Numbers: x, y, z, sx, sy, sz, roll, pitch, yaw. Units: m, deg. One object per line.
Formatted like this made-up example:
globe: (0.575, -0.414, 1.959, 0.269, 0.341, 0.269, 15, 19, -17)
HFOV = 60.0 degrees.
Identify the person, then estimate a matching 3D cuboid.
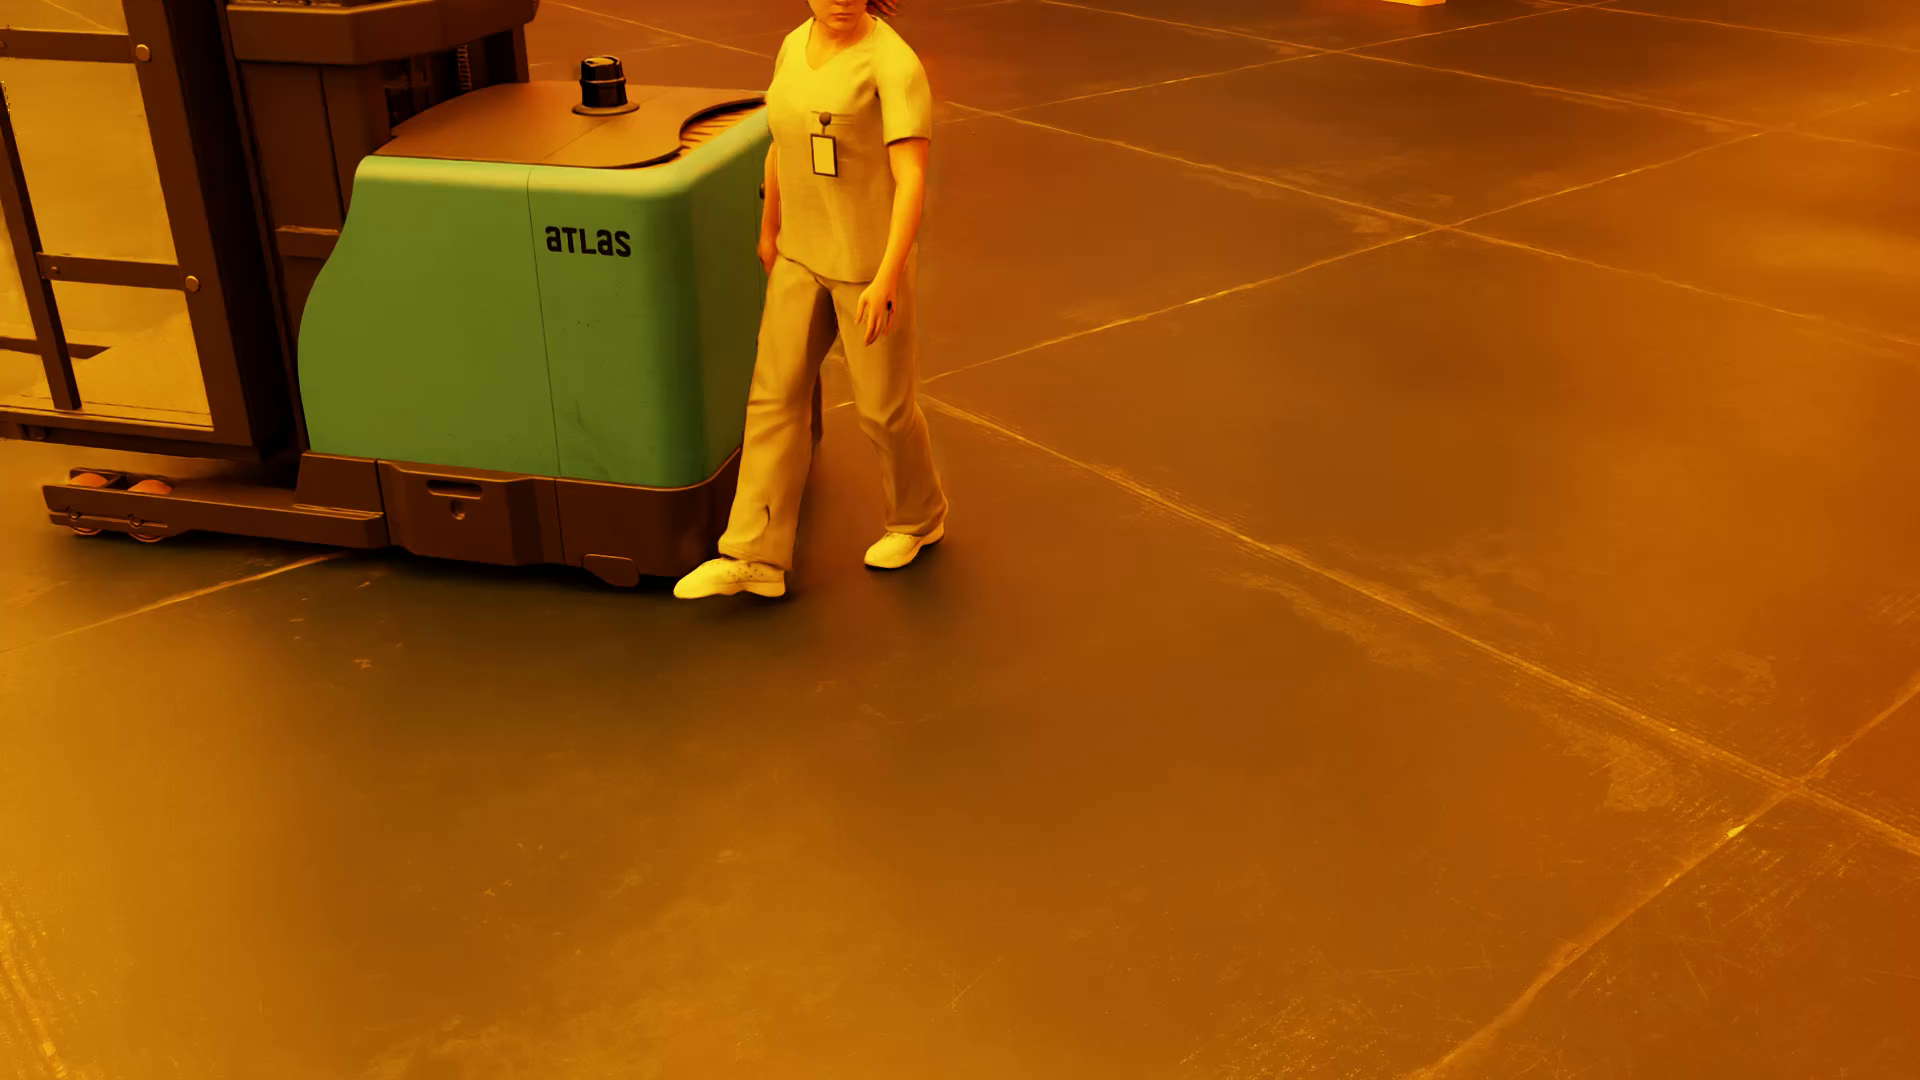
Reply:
person: (-0.350, -0.626, 3.923, 0.626, 1.640, 0.824, 18, 31, 32)

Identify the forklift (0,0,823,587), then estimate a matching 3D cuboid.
forklift: (-1.984, -1.526, 4.280, 3.031, 2.935, 1.130, 6, 27, 12)
